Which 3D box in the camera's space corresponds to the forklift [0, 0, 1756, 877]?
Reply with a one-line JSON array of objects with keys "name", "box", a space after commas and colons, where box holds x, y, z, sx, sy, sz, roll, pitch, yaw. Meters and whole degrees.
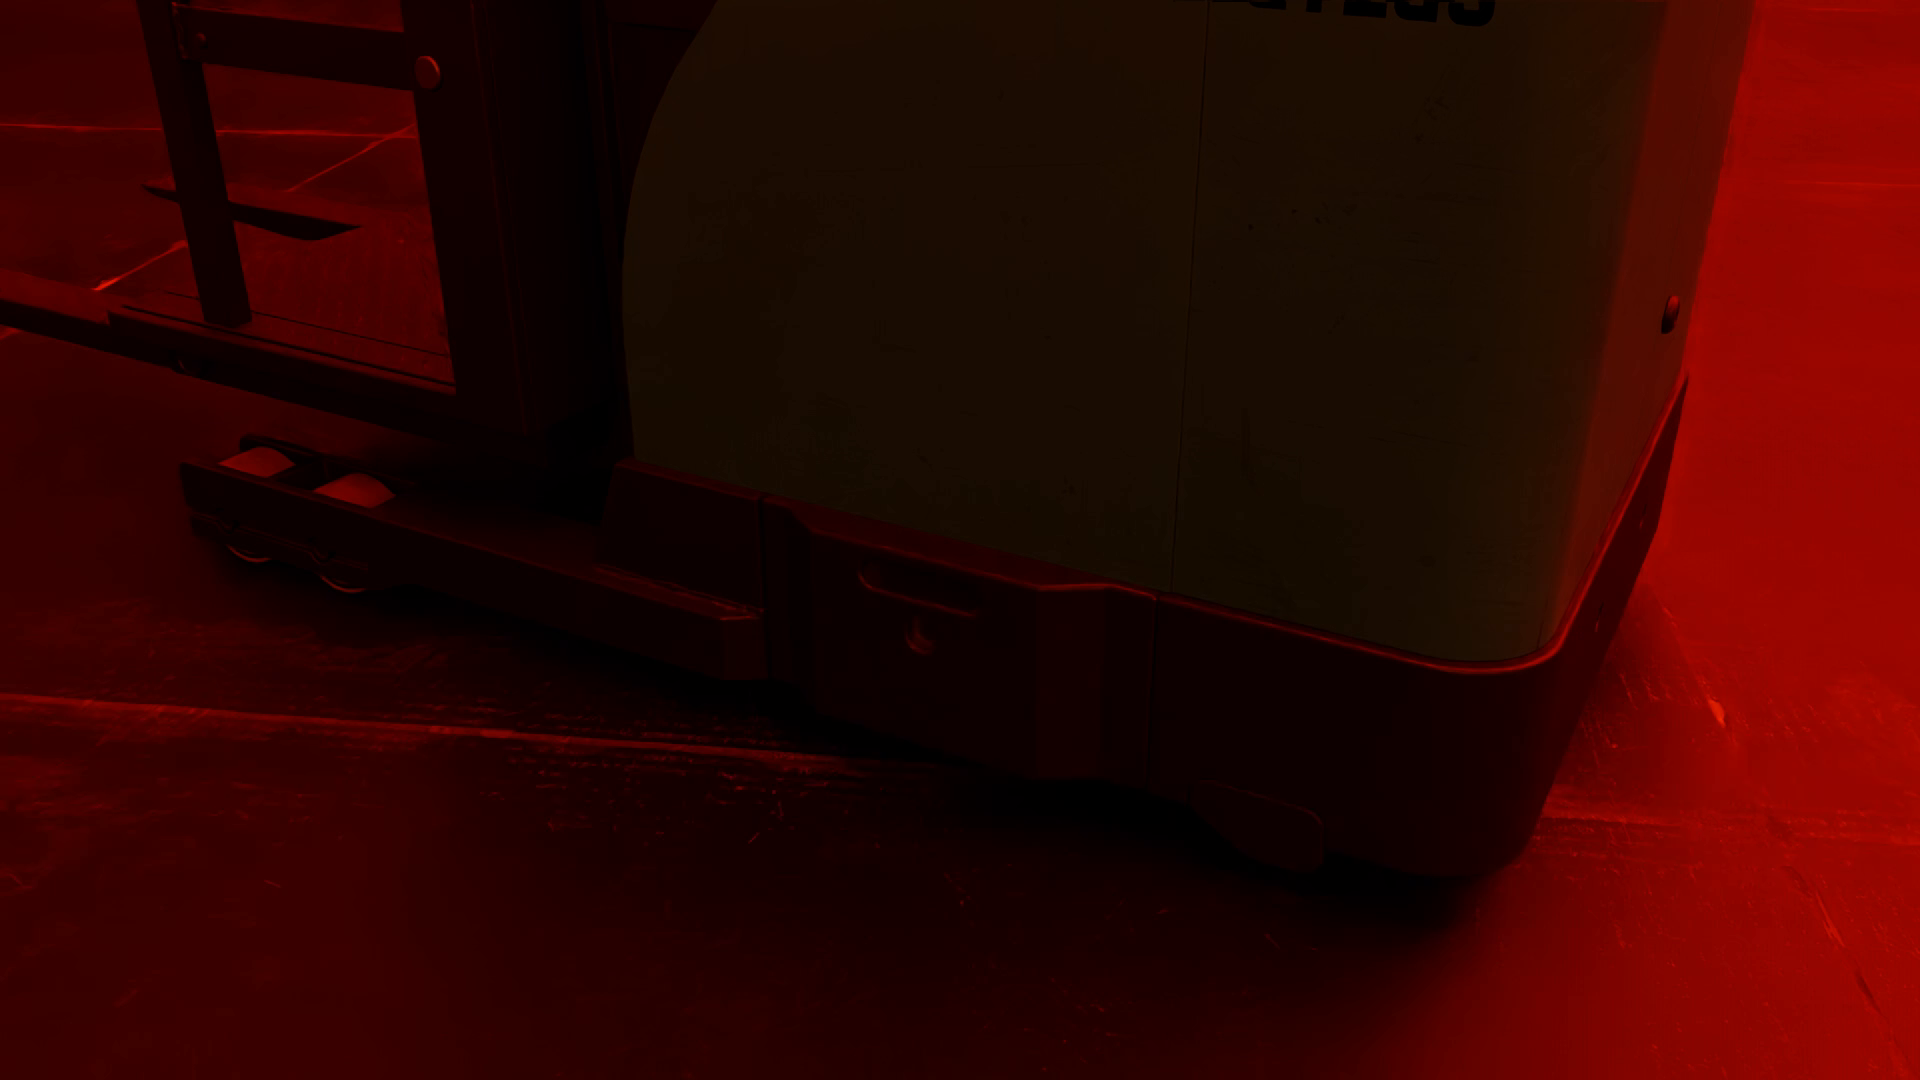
[{"name": "forklift", "box": [-0.537, -1.426, 2.074, 3.031, 2.935, 1.130, 14, 30, 26]}]
